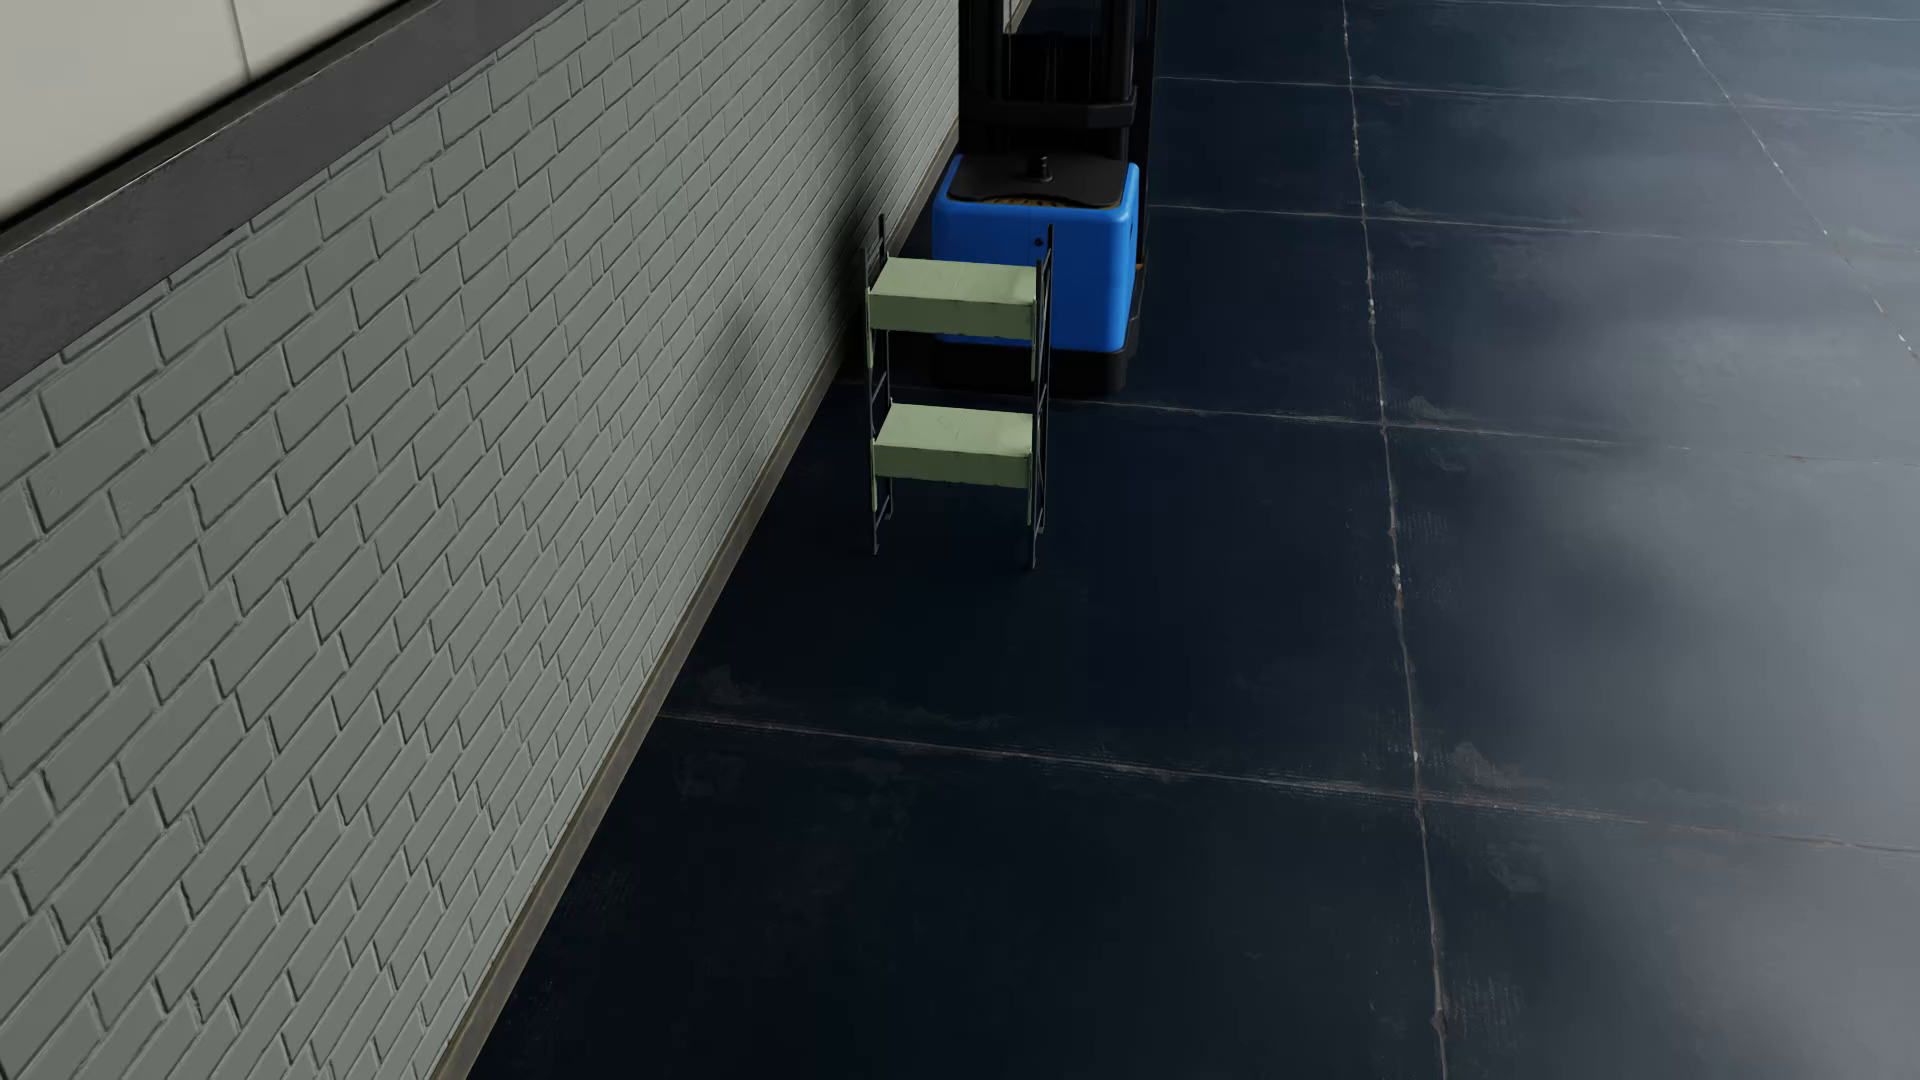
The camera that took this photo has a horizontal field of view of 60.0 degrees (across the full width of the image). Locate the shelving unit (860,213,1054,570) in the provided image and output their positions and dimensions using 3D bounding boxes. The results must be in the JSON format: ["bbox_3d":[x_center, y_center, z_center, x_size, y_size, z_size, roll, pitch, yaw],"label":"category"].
[{"bbox_3d":[-0.007,-0.636,7.353,0.755,1.500,0.431,5,32,8],"label":"shelving unit"}]

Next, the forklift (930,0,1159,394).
[{"bbox_3d":[0.573,-2.787,9.440,1.130,2.935,3.031,5,32,7],"label":"forklift"}]

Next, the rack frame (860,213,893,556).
[{"bbox_3d":[-0.367,-0.669,7.405,0.023,1.500,0.400,5,32,8],"label":"rack frame"}]

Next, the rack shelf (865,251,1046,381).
[{"bbox_3d":[-0.007,-0.967,7.146,0.720,0.370,0.431,5,32,8],"label":"rack shelf"}]

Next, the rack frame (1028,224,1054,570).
[{"bbox_3d":[0.354,-0.604,7.301,0.023,1.500,0.400,5,32,8],"label":"rack frame"}]

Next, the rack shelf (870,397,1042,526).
[{"bbox_3d":[-0.007,-0.360,7.526,0.720,0.370,0.431,5,32,8],"label":"rack shelf"}]
